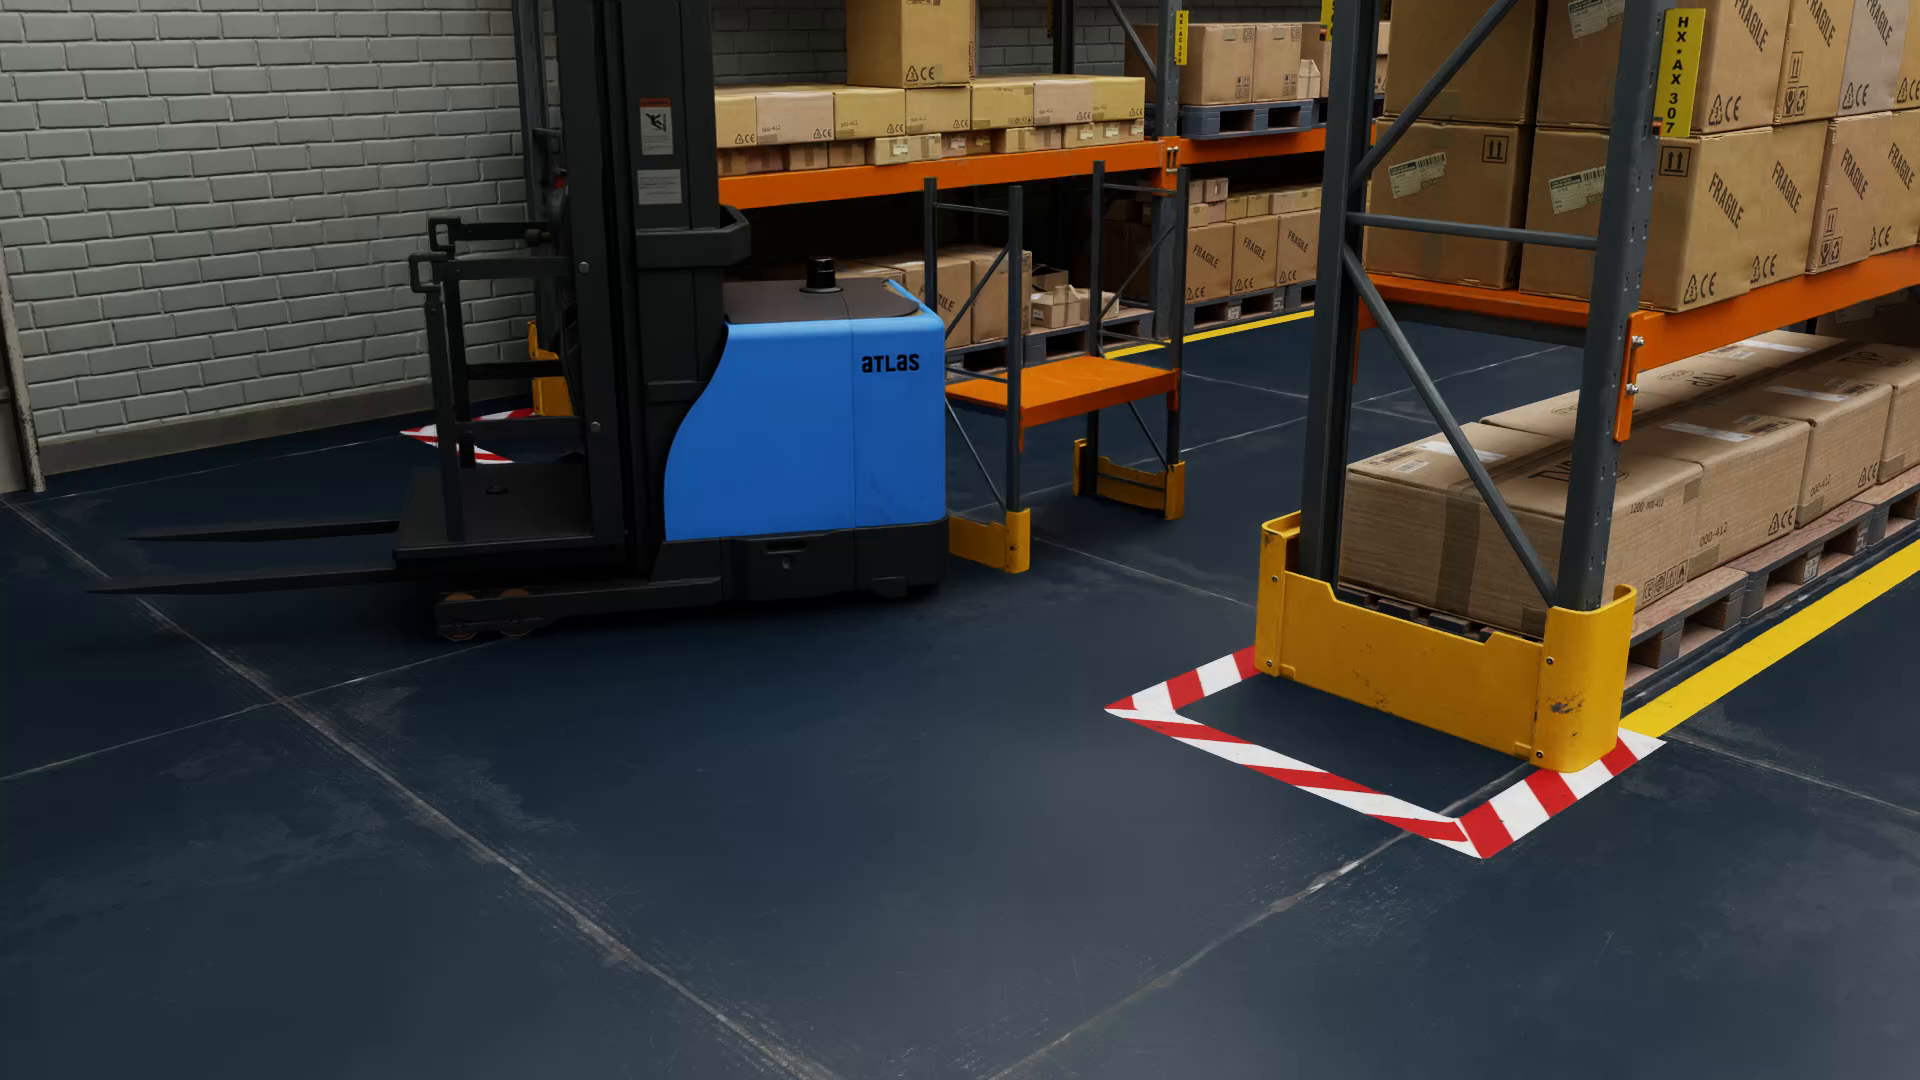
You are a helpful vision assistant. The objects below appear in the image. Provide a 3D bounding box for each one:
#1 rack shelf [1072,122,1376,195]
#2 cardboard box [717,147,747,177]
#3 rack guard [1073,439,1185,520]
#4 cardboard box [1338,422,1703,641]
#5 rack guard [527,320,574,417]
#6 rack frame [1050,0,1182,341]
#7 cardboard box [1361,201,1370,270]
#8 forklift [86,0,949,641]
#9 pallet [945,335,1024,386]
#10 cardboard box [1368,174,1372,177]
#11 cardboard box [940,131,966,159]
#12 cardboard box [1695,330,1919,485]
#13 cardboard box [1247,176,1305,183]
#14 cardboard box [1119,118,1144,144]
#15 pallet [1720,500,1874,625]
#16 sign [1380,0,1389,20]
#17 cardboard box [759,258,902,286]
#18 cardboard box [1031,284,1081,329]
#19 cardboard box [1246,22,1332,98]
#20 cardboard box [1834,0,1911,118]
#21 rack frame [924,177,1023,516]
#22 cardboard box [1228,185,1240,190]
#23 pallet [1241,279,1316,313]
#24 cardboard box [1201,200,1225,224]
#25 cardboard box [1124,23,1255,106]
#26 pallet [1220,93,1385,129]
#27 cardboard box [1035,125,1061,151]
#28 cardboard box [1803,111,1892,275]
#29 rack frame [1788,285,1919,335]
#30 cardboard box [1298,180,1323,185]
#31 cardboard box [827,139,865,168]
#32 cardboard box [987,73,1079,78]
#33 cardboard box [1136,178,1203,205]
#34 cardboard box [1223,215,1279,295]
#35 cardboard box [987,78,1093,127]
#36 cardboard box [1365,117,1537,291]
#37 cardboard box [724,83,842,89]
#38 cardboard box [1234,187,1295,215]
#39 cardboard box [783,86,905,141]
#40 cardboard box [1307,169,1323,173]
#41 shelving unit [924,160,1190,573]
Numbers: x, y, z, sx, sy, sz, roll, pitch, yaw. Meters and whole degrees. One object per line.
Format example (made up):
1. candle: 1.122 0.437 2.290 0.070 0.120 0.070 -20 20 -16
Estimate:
1. rack shelf: 2.463 -2.948 12.379 4.000 0.370 1.077 -16 24 -41
2. cardboard box: -1.316 -1.971 8.609 0.250 0.149 0.380 -15 24 -39
3. rack guard: 0.749 -0.275 7.428 0.587 0.250 0.087 17 25 42
4. cardboard box: 1.927 -0.050 5.749 0.875 0.438 0.875 17 24 42
5. rack guard: -1.841 -0.845 8.782 0.348 0.500 1.175 -16 24 -41
6. rack frame: 1.010 -2.866 10.961 0.127 3.000 1.000 -16 24 -41
7. cardboard box: 3.007 -2.371 12.807 0.500 0.500 0.500 -15 23 -39
8. forklift: -1.614 -1.215 5.980 3.031 2.935 1.130 -4 18 -13
9. pallet: -0.377 -1.134 10.141 1.213 0.211 1.003 -16 24 -41
10. cardboard box: 3.333 -2.761 12.956 0.380 0.149 0.250 17 25 42
11. cardboard box: -0.182 -2.299 9.620 0.250 0.149 0.380 -16 24 -41
12. cardboard box: 3.893 -0.626 7.527 0.875 0.438 0.875 -17 24 -42
13. cardboard box: 2.420 -2.706 12.788 0.250 0.149 0.380 -16 24 -40
14. cardboard box: 0.952 -2.622 10.617 0.250 0.149 0.380 -16 24 -40
15. pallet: 2.930 -0.025 6.718 1.213 0.211 1.003 -16 24 -41
16. sign: 3.533 -4.388 13.778 0.005 0.325 0.100 -16 24 -41
17. cardboard box: -0.739 -1.310 9.533 0.500 0.500 0.700 -15 23 -39
18. cardboard box: 0.547 -1.506 10.517 0.258 0.266 0.396 -15 23 -39
19. cardboard box: 2.462 -3.442 11.893 0.500 0.500 0.700 -16 24 -41
20. cardboard box: 2.800 -1.690 5.550 0.500 0.500 0.500 -16 24 -41
21. rack frame: 0.047 -0.651 6.561 0.500 1.500 0.032 17 25 42
22. cardboard box: 1.842 -2.545 12.290 0.250 0.149 0.380 -15 23 -39
23. pallet: 2.462 -1.980 12.750 1.213 0.211 1.003 -16 24 -41
24. cardboard box: 1.601 -2.278 11.466 0.250 0.149 0.380 -17 25 -42
25. cardboard box: 1.515 -3.166 11.042 0.500 0.500 0.700 -15 24 -39
26. pallet: 2.506 -3.209 12.330 1.213 0.211 1.003 -16 24 -41
27. cardboard box: 0.396 -2.452 10.092 0.250 0.149 0.380 -15 24 -39
28. cardboard box: 2.793 -1.209 5.688 0.500 0.500 0.500 -16 24 -41
29. rack frame: 4.423 -1.754 7.532 0.127 3.000 1.000 -16 24 -41
30. cardboard box: 2.749 -2.597 12.451 0.380 0.149 0.250 16 24 41
31. cardboard box: -0.734 -2.132 9.105 0.250 0.149 0.380 -16 24 -40
32. cardboard box: 0.464 -2.892 10.801 0.500 0.250 0.500 -17 24 -41
33. cardboard box: 1.412 -2.357 11.228 0.250 0.149 0.380 -17 24 -42
34. cardboard box: 1.896 -2.044 11.797 0.500 0.500 0.500 -17 24 -42
35. cardboard box: 0.454 -2.664 10.099 0.500 0.250 0.500 -16 24 -41
36. cardboard box: 1.685 -1.116 5.401 0.500 0.500 0.500 -16 24 -41
37. cardboard box: -1.006 -2.458 9.464 0.500 0.250 0.500 -15 23 -39
38. cardboard box: 2.177 -2.440 11.968 0.250 0.149 0.380 -16 24 -41
39. cardboard box: -0.650 -2.339 9.097 0.500 0.250 0.500 -17 24 -42
40. cardboard box: 2.986 -2.871 13.297 0.250 0.149 0.380 -16 24 -40
41. shelving unit: 0.398 -0.760 6.898 0.587 1.500 1.083 17 25 42
